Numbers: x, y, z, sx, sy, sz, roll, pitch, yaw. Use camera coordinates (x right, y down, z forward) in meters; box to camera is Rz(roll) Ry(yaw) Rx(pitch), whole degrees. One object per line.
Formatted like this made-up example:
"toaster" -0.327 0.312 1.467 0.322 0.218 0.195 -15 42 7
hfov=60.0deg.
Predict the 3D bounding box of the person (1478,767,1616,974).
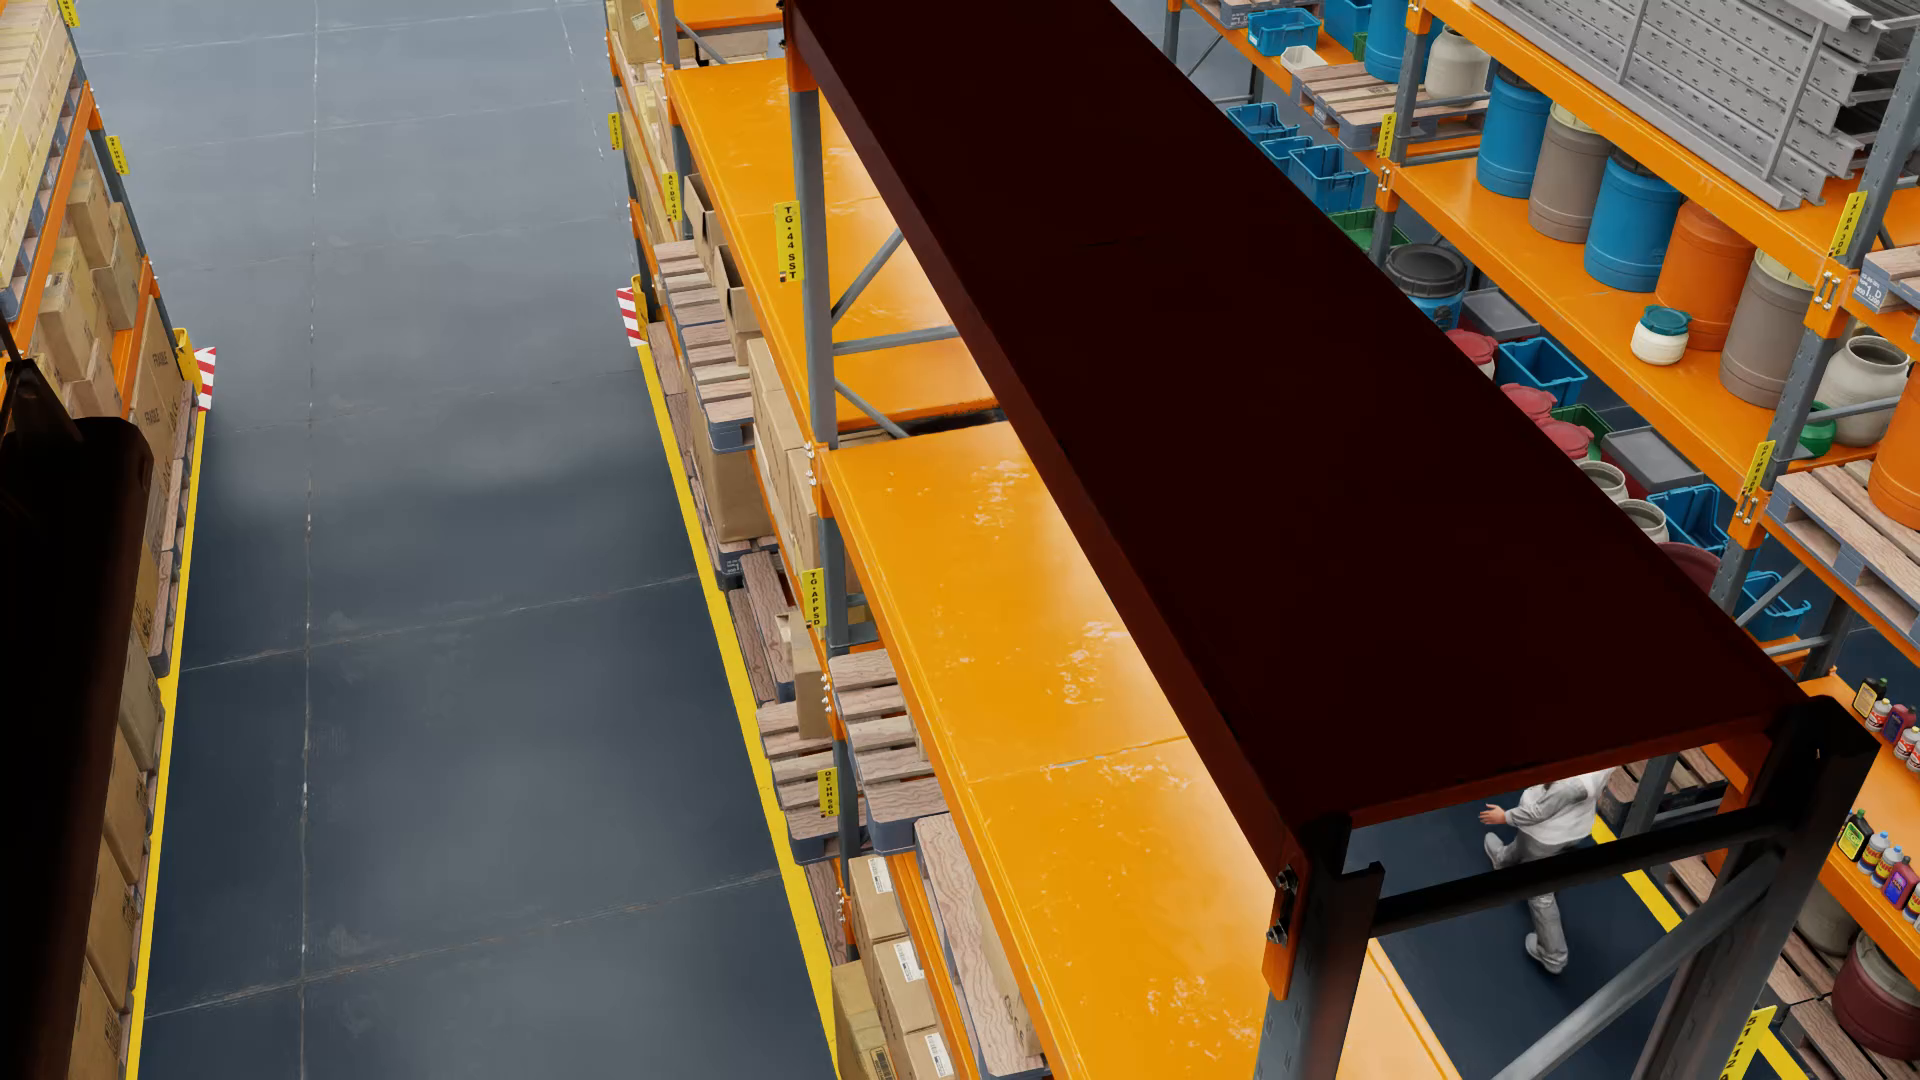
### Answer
"person" 3.312 1.557 9.435 0.679 1.713 1.044 -12 40 -15
